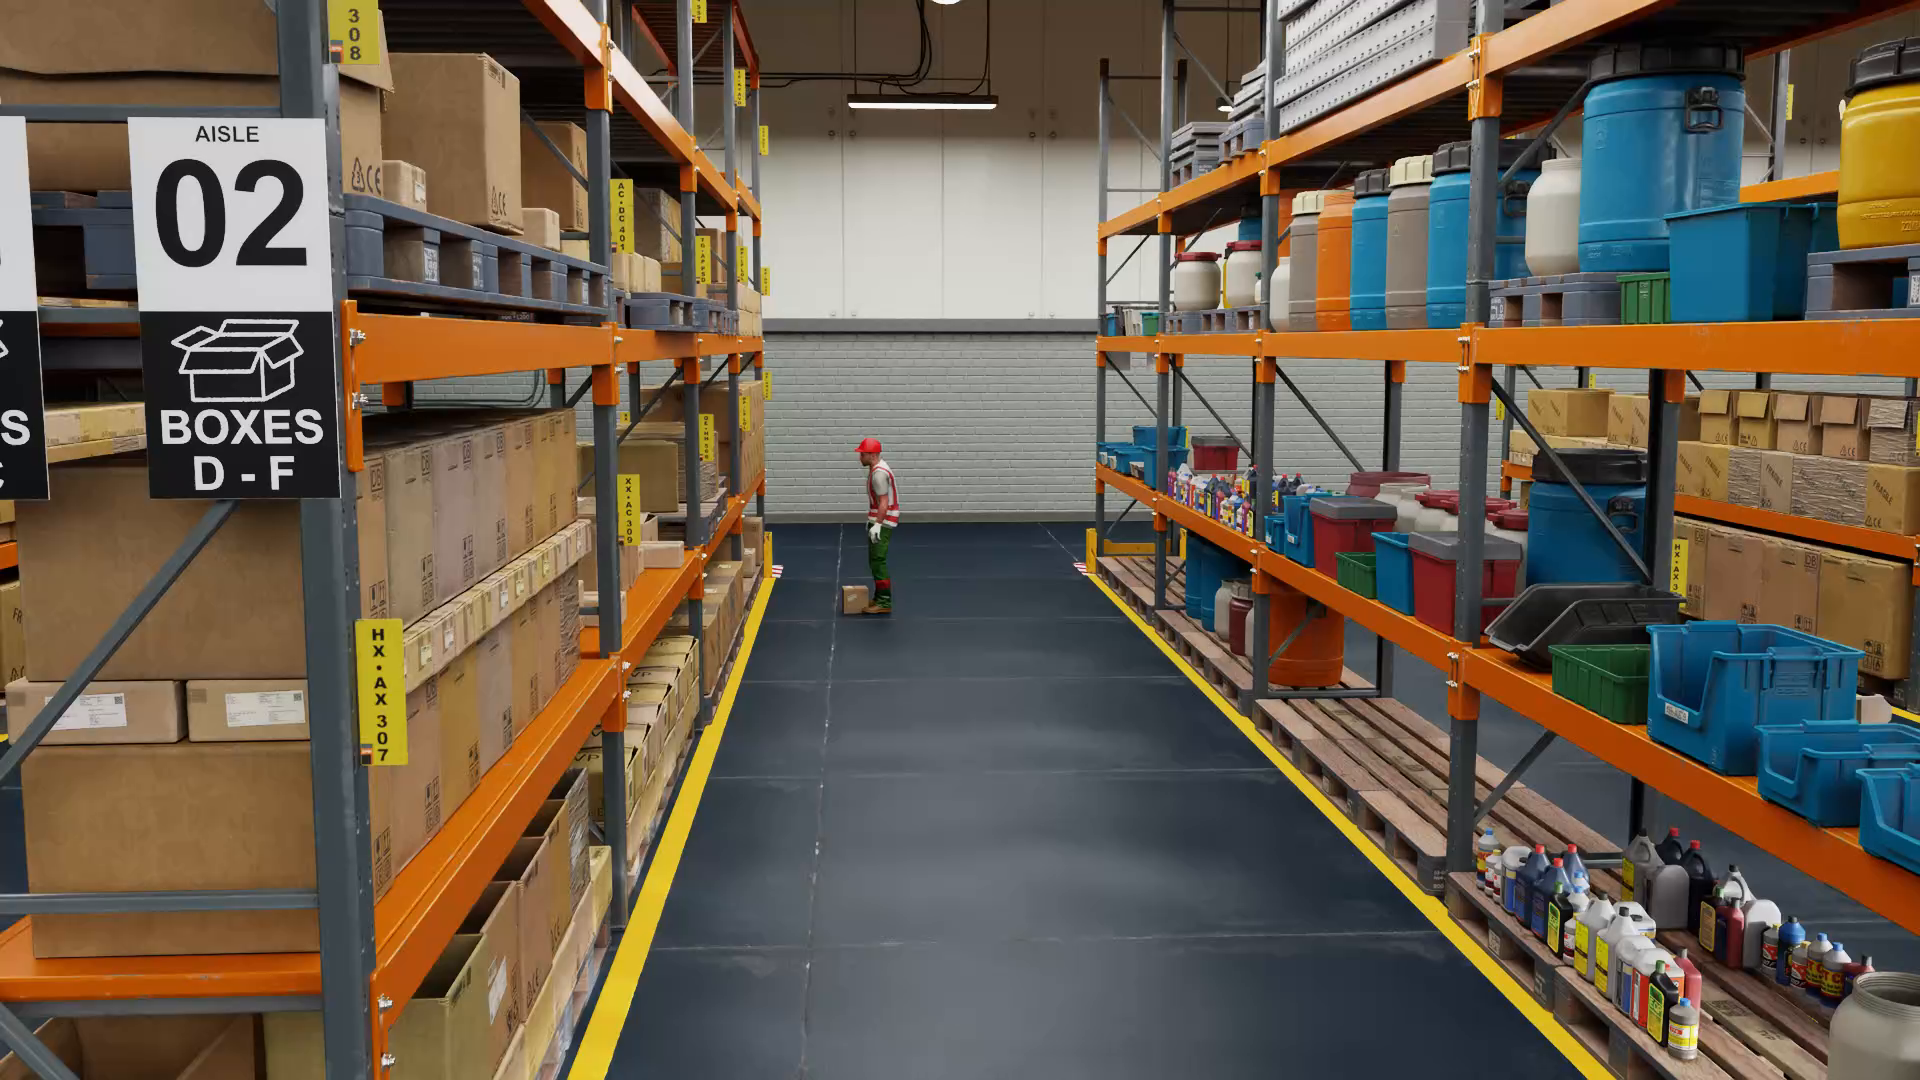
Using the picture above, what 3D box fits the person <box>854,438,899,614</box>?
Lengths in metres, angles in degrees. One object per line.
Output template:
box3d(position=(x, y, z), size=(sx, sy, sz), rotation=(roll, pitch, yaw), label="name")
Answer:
box3d(position=(-0.849, -0.149, 16.934), size=(0.454, 1.779, 0.620), rotation=(-1, 7, -5), label="person")
